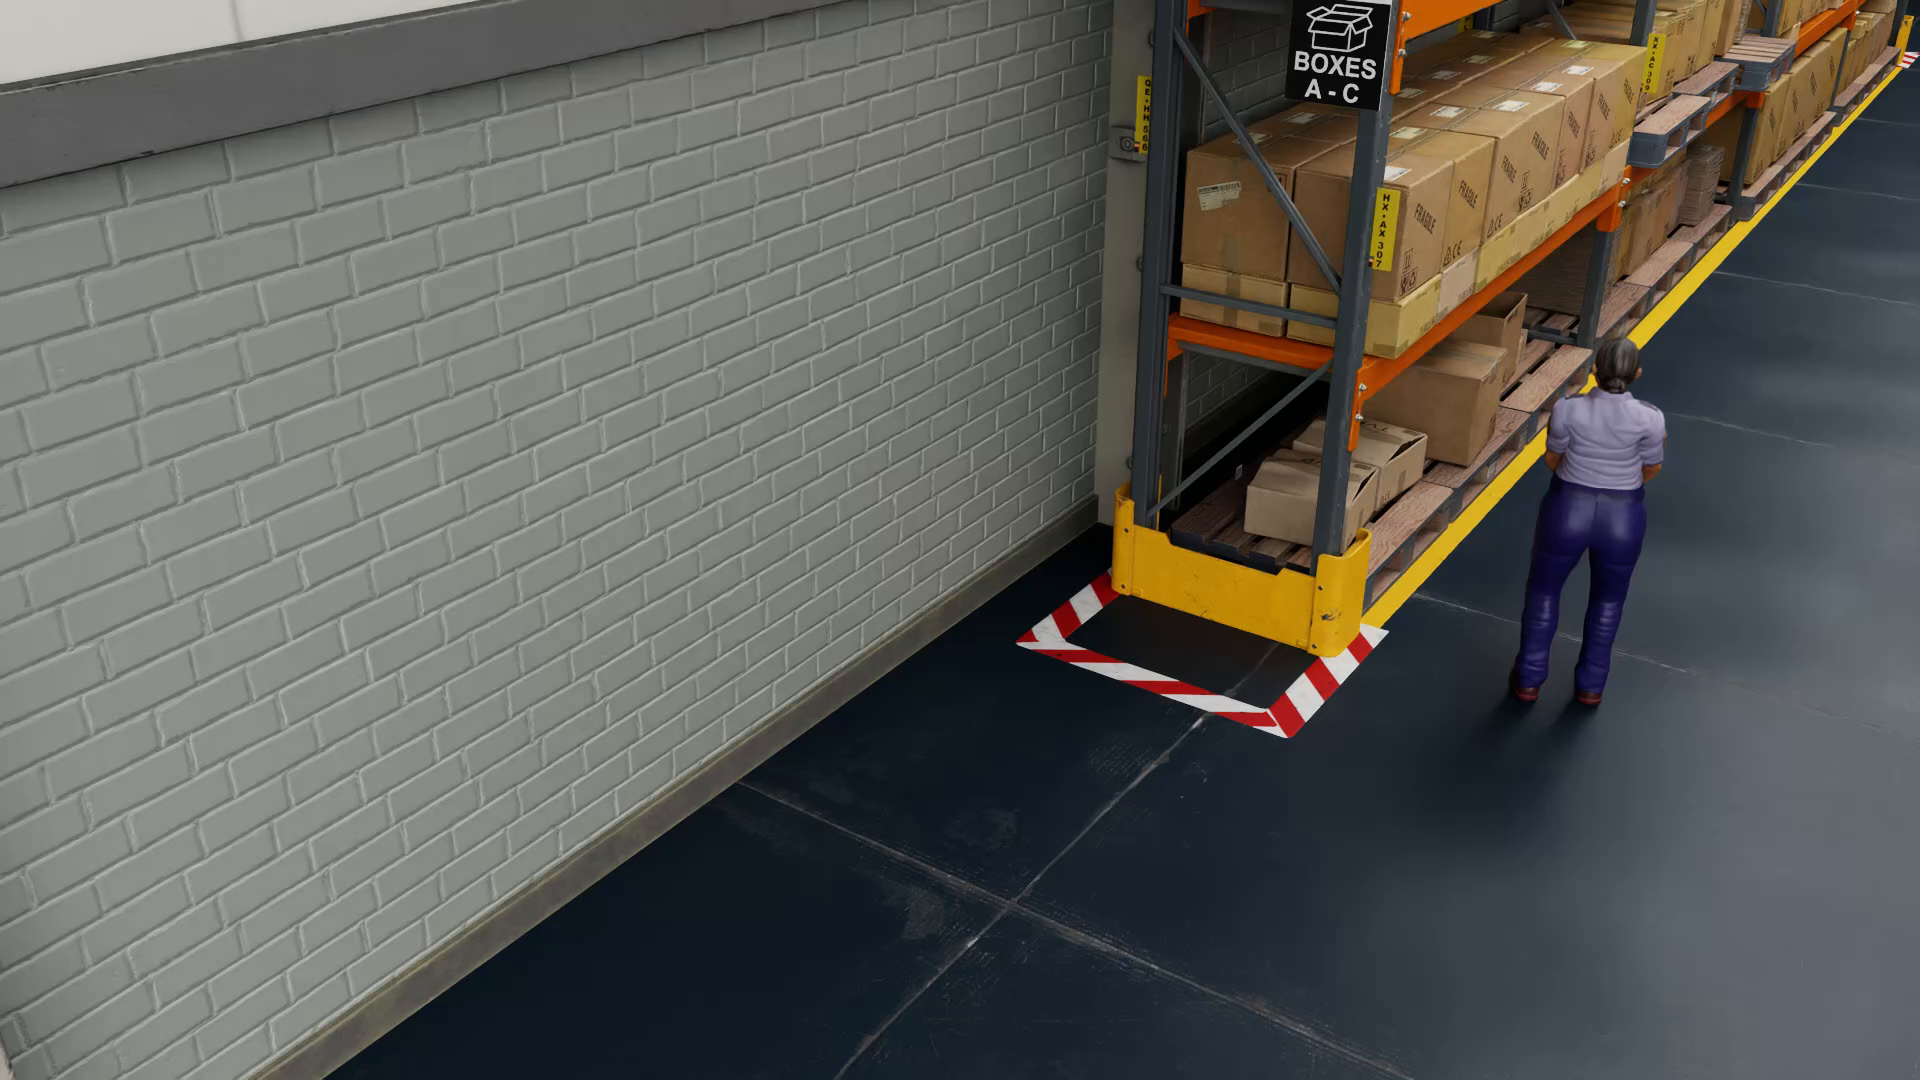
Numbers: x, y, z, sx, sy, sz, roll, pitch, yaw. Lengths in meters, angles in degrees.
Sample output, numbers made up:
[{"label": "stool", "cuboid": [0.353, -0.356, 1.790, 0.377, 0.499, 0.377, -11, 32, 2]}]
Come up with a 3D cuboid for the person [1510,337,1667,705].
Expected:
[{"label": "person", "cuboid": [2.589, -0.092, 6.839, 0.453, 1.627, 0.514, 9, 29, 17]}]
